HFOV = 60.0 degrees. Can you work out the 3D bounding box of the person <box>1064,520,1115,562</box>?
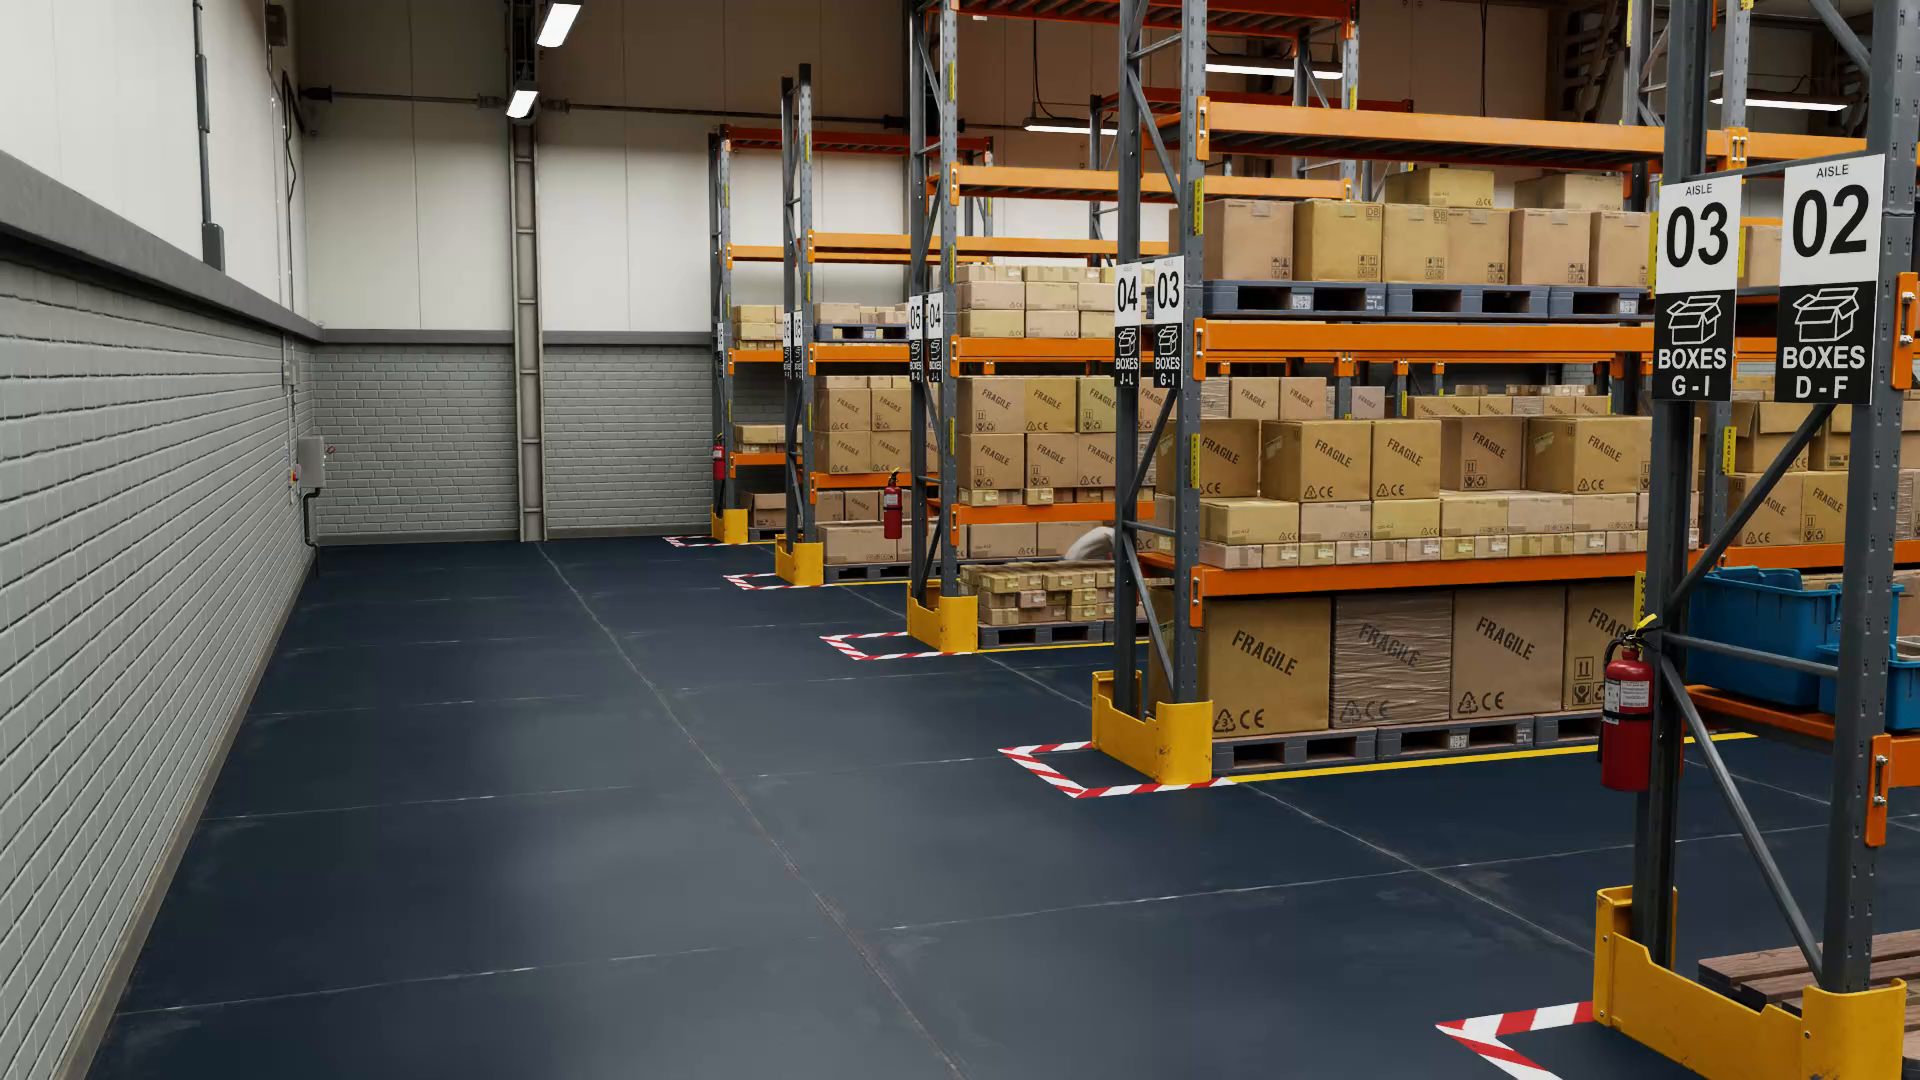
[{"bbox_3d":[1.487,0.251,17.535,0.787,0.974,0.488,-1,6,-13],"label":"person"}]
